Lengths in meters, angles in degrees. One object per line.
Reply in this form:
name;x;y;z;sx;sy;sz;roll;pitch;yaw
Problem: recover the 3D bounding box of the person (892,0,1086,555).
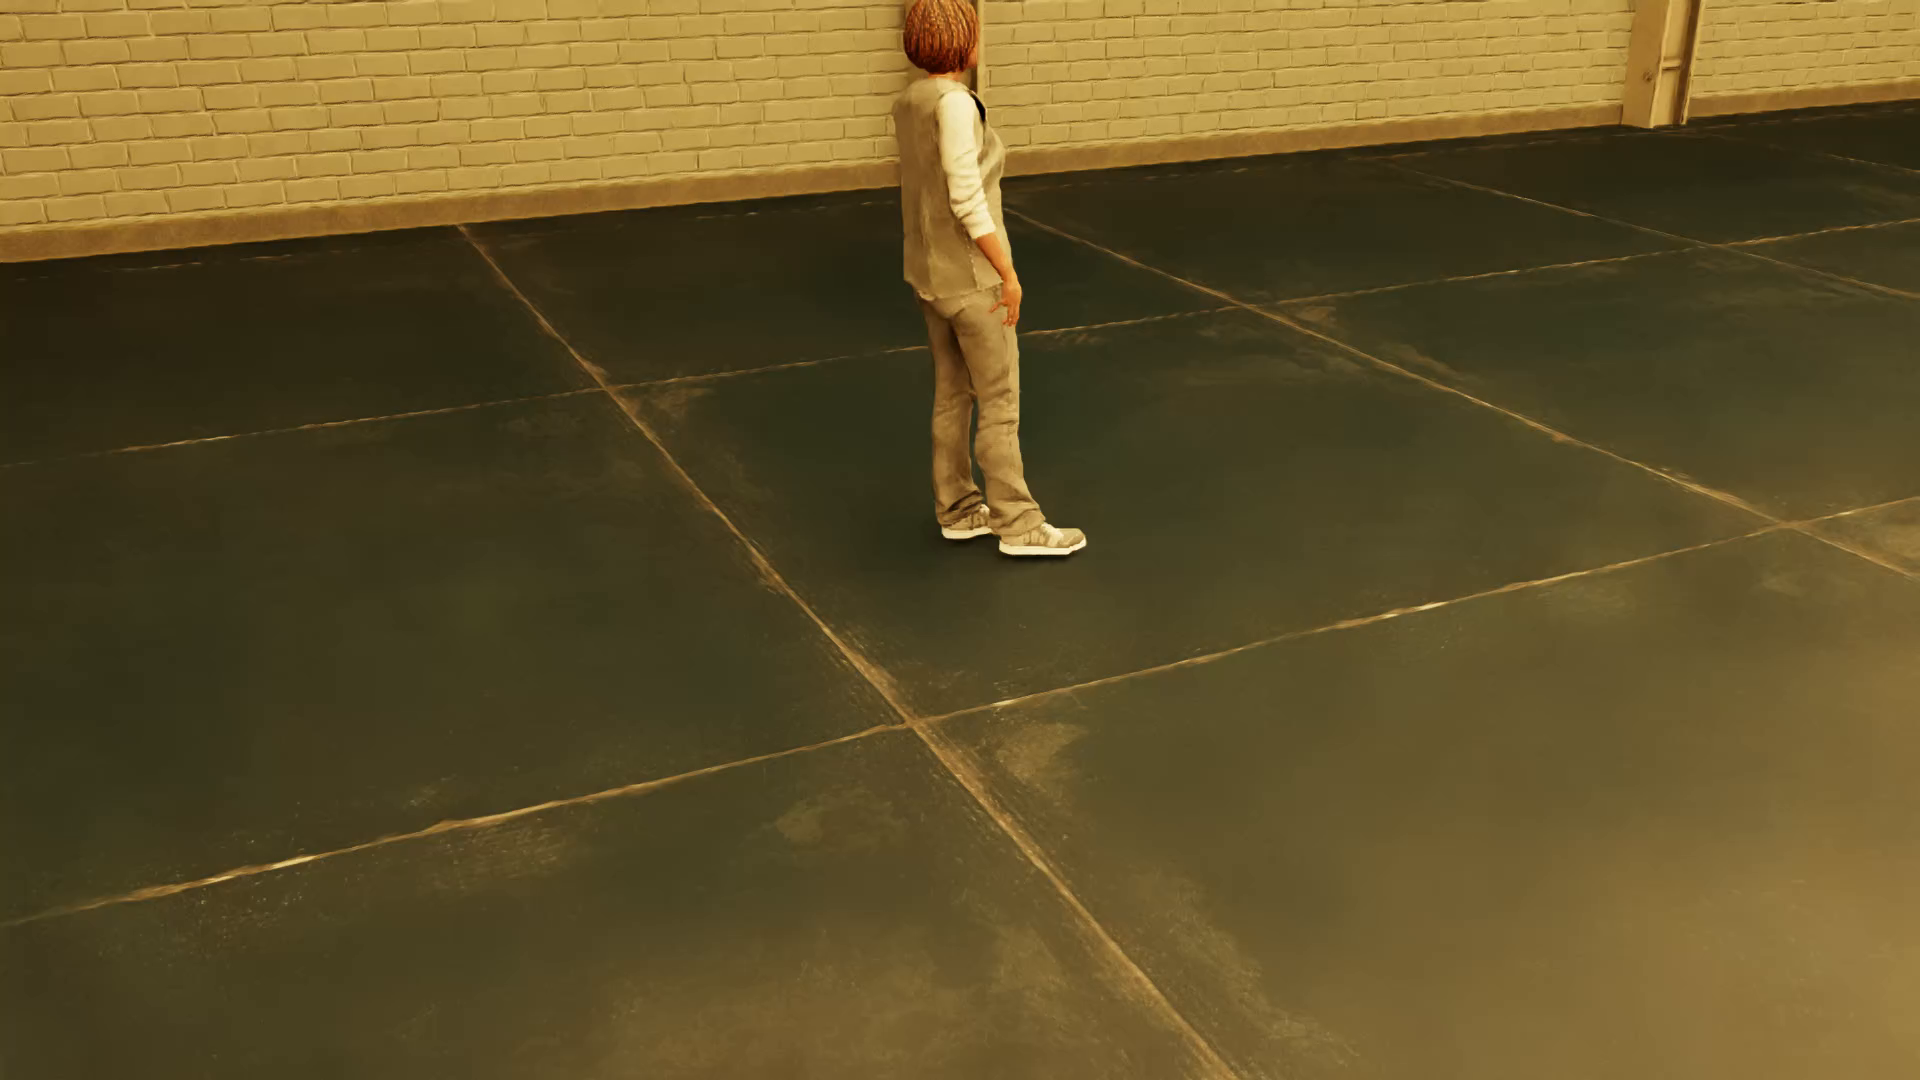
person;0.073;-0.748;4.816;0.474;1.591;0.521;-10;25;-23
